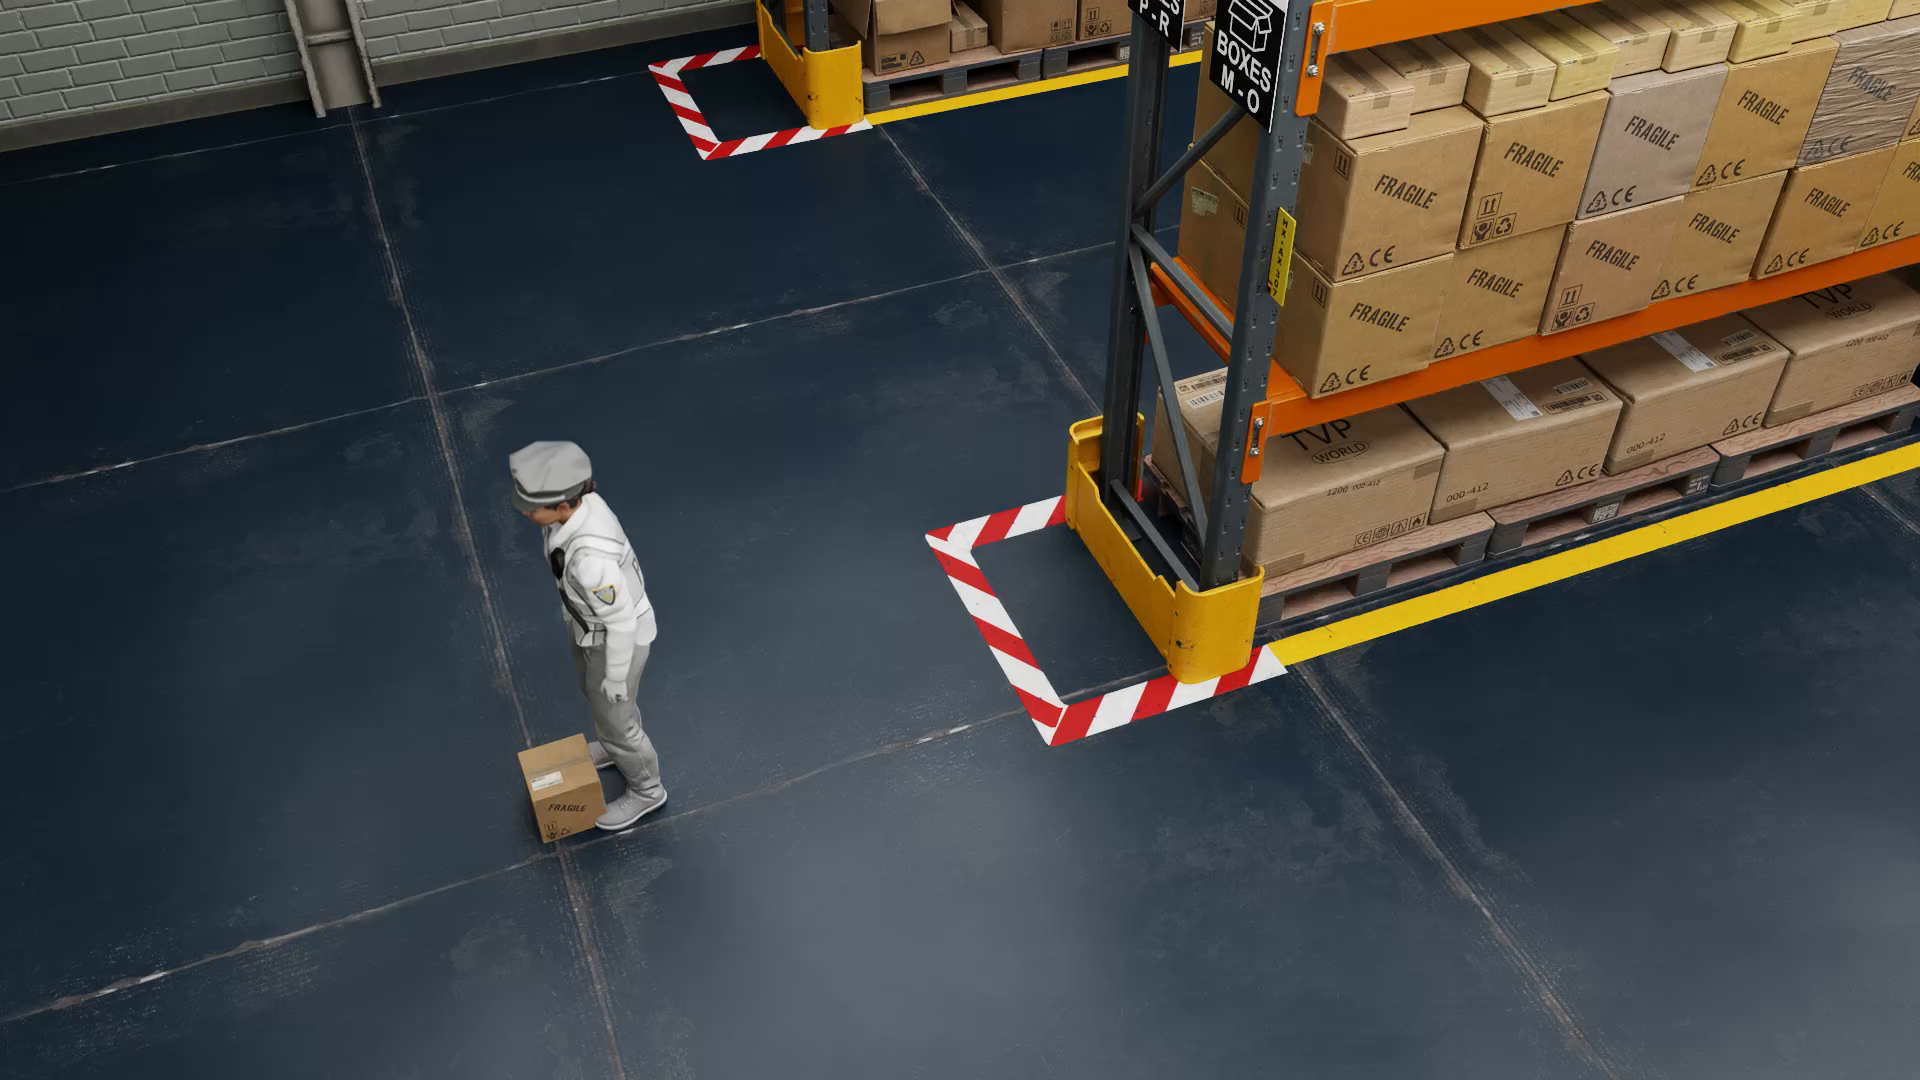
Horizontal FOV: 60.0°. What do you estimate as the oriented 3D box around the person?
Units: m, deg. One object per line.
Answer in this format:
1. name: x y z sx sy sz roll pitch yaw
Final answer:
1. person: -1.253 0.333 5.789 0.376 1.662 0.530 -17 45 -18
